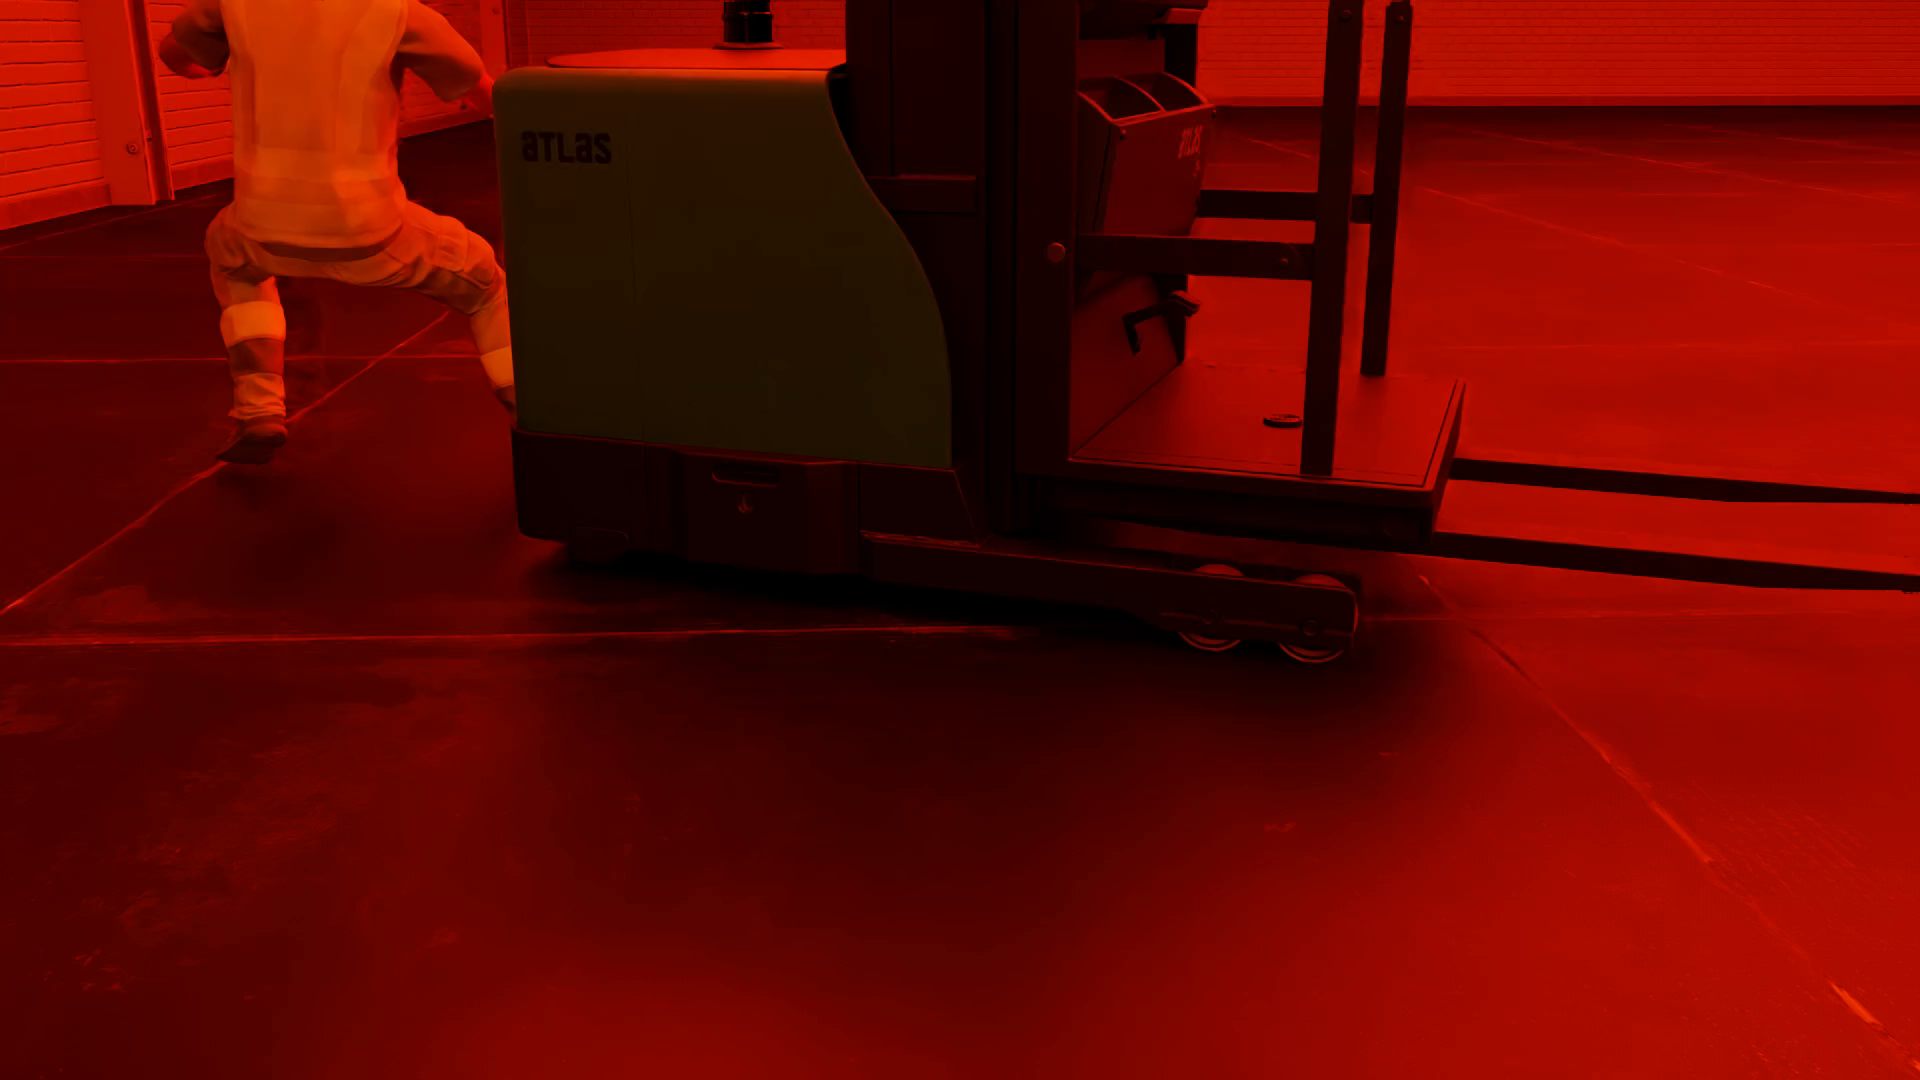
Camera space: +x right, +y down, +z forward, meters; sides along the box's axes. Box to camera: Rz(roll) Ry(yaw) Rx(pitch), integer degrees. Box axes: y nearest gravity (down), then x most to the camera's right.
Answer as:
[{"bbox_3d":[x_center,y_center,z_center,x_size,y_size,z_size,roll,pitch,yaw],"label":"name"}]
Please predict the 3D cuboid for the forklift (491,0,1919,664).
[{"bbox_3d":[0.576,-1.343,3.296,3.031,2.935,1.130,6,18,18],"label":"forklift"}]

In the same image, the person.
[{"bbox_3d":[-1.514,-0.910,4.271,0.980,1.541,0.761,1,17,2],"label":"person"}]
